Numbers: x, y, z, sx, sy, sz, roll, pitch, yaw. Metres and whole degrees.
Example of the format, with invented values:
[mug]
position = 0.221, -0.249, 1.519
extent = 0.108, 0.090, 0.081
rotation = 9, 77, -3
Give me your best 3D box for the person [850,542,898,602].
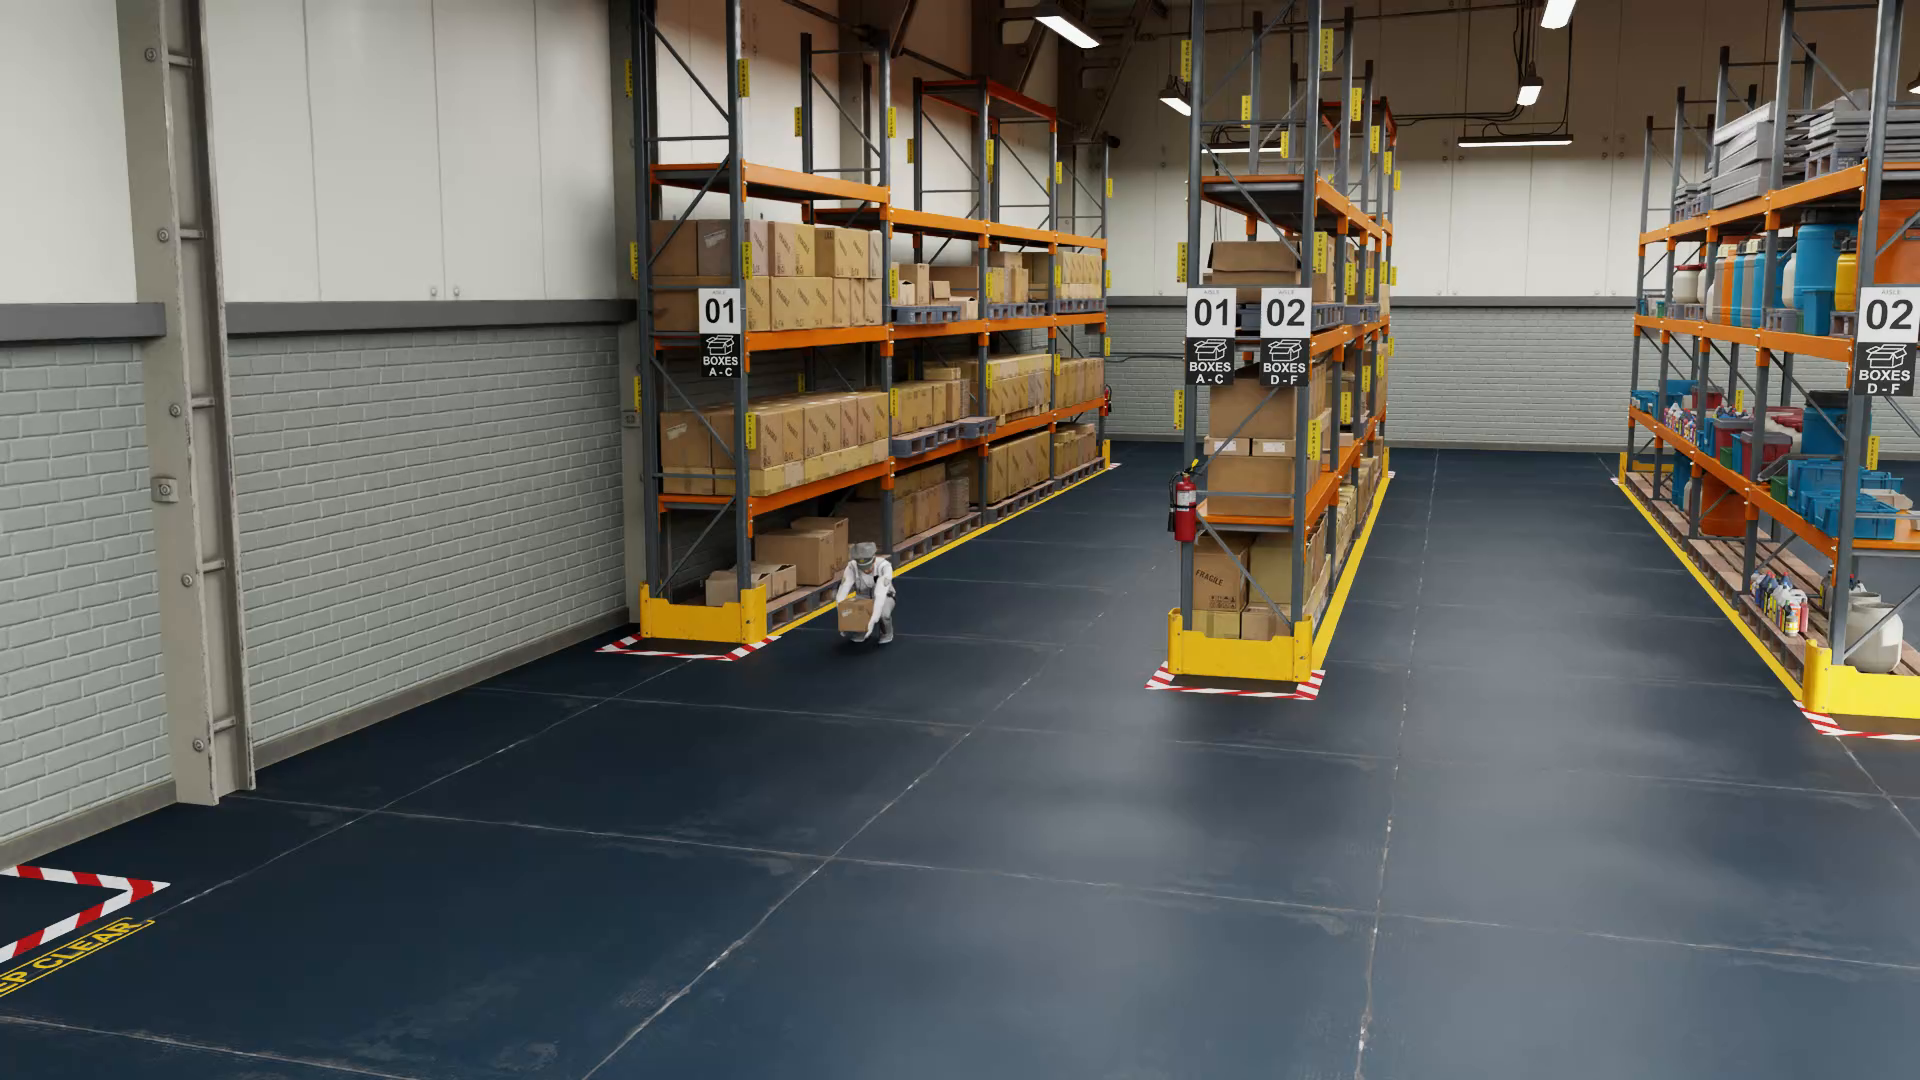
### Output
[person]
position = -0.817, 0.306, 15.077
extent = 0.402, 0.631, 0.761
rotation = 2, 9, 16
